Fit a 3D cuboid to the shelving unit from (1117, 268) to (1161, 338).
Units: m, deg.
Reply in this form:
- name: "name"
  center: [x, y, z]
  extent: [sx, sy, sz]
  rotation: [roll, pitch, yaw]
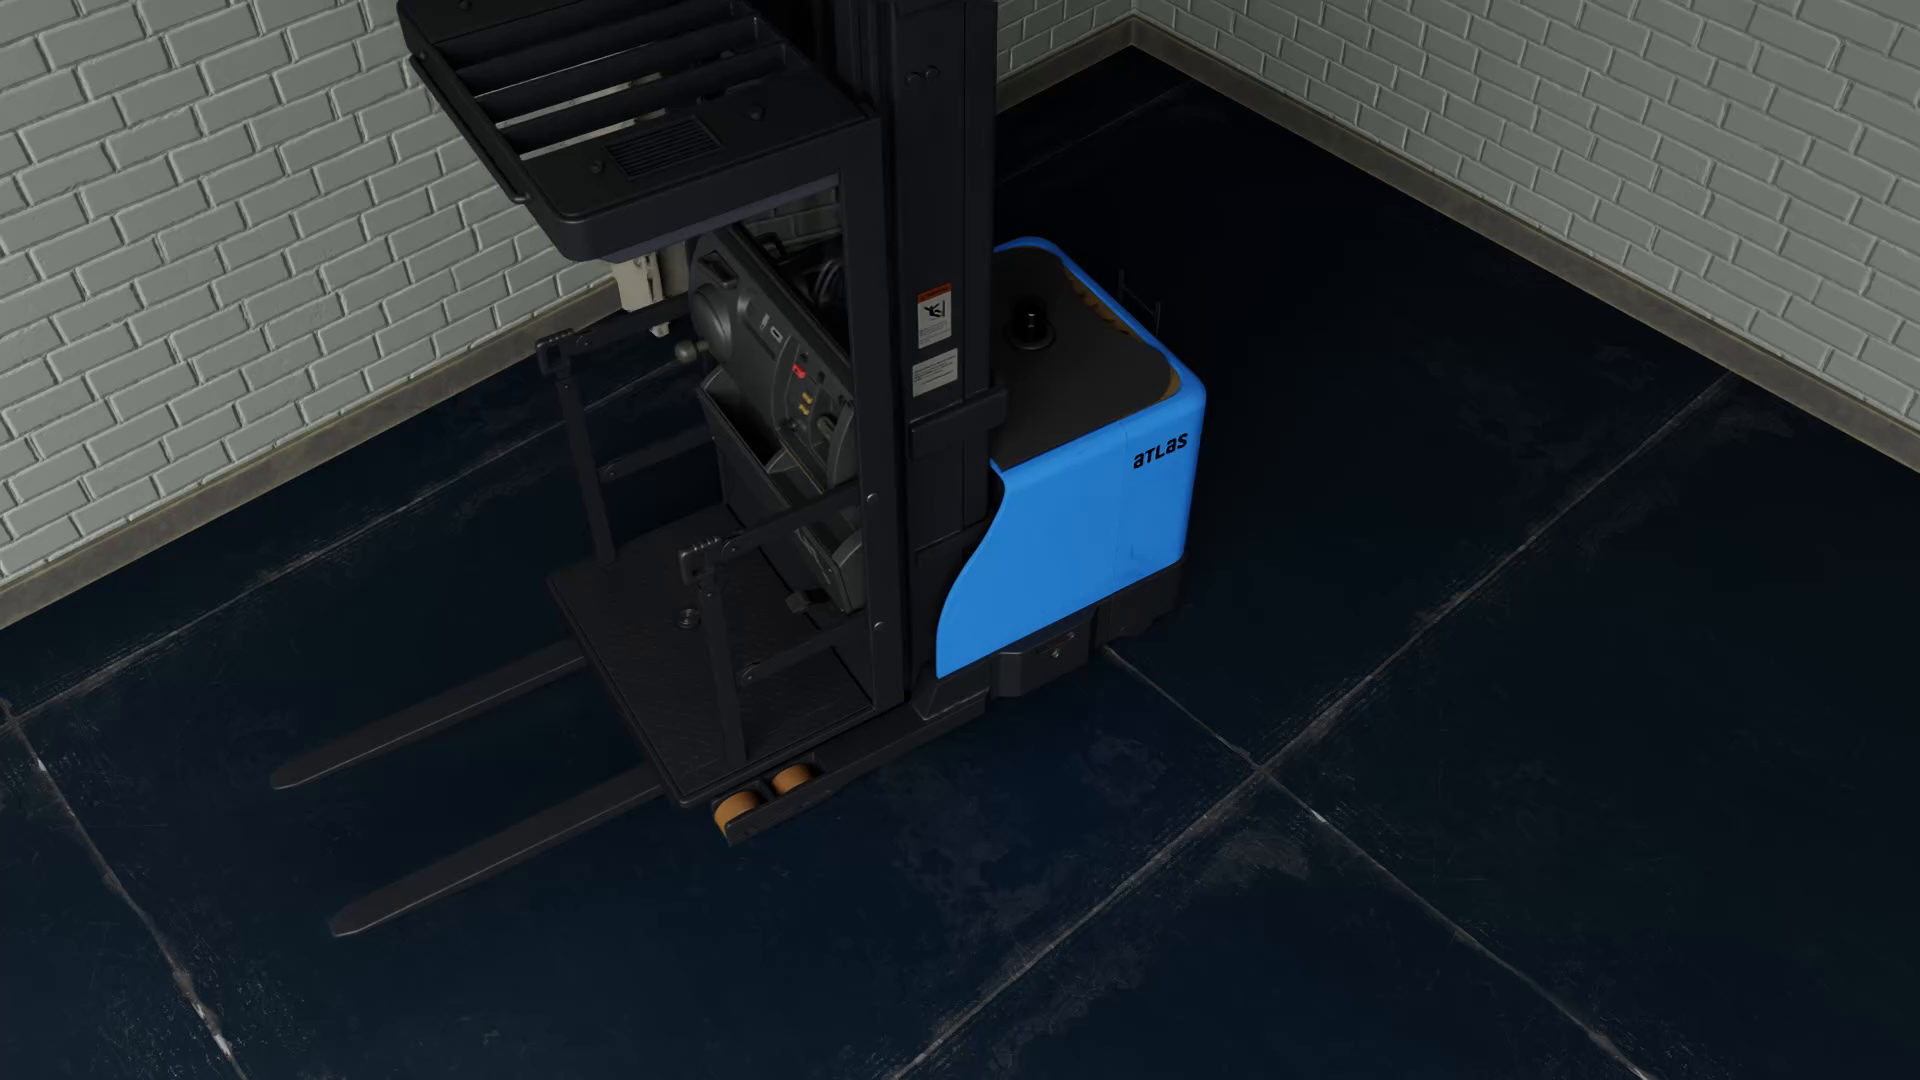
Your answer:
- name: "shelving unit"
  center: [0.546, -0.547, 6.142]
  extent: [0.210, 0.900, 0.258]
  rotation: [-25, 52, -21]

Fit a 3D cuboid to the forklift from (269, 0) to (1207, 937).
- name: "forklift"
  center: [-0.724, -0.474, 4.693]
  extent: [3.031, 2.935, 1.130]
  rotation: [-25, 52, -21]

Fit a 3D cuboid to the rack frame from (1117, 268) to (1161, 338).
- name: "rack frame"
  center: [0.633, -0.586, 6.178]
  extent: [0.006, 0.900, 0.240]
  rotation: [-25, 52, -21]

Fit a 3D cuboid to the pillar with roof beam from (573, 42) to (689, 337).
- name: "pillar with roof beam"
  center: [1.666, -1.747, 1.739]
  extent: [0.400, 9.000, 9.100]
  rotation: [-34, 56, -27]
